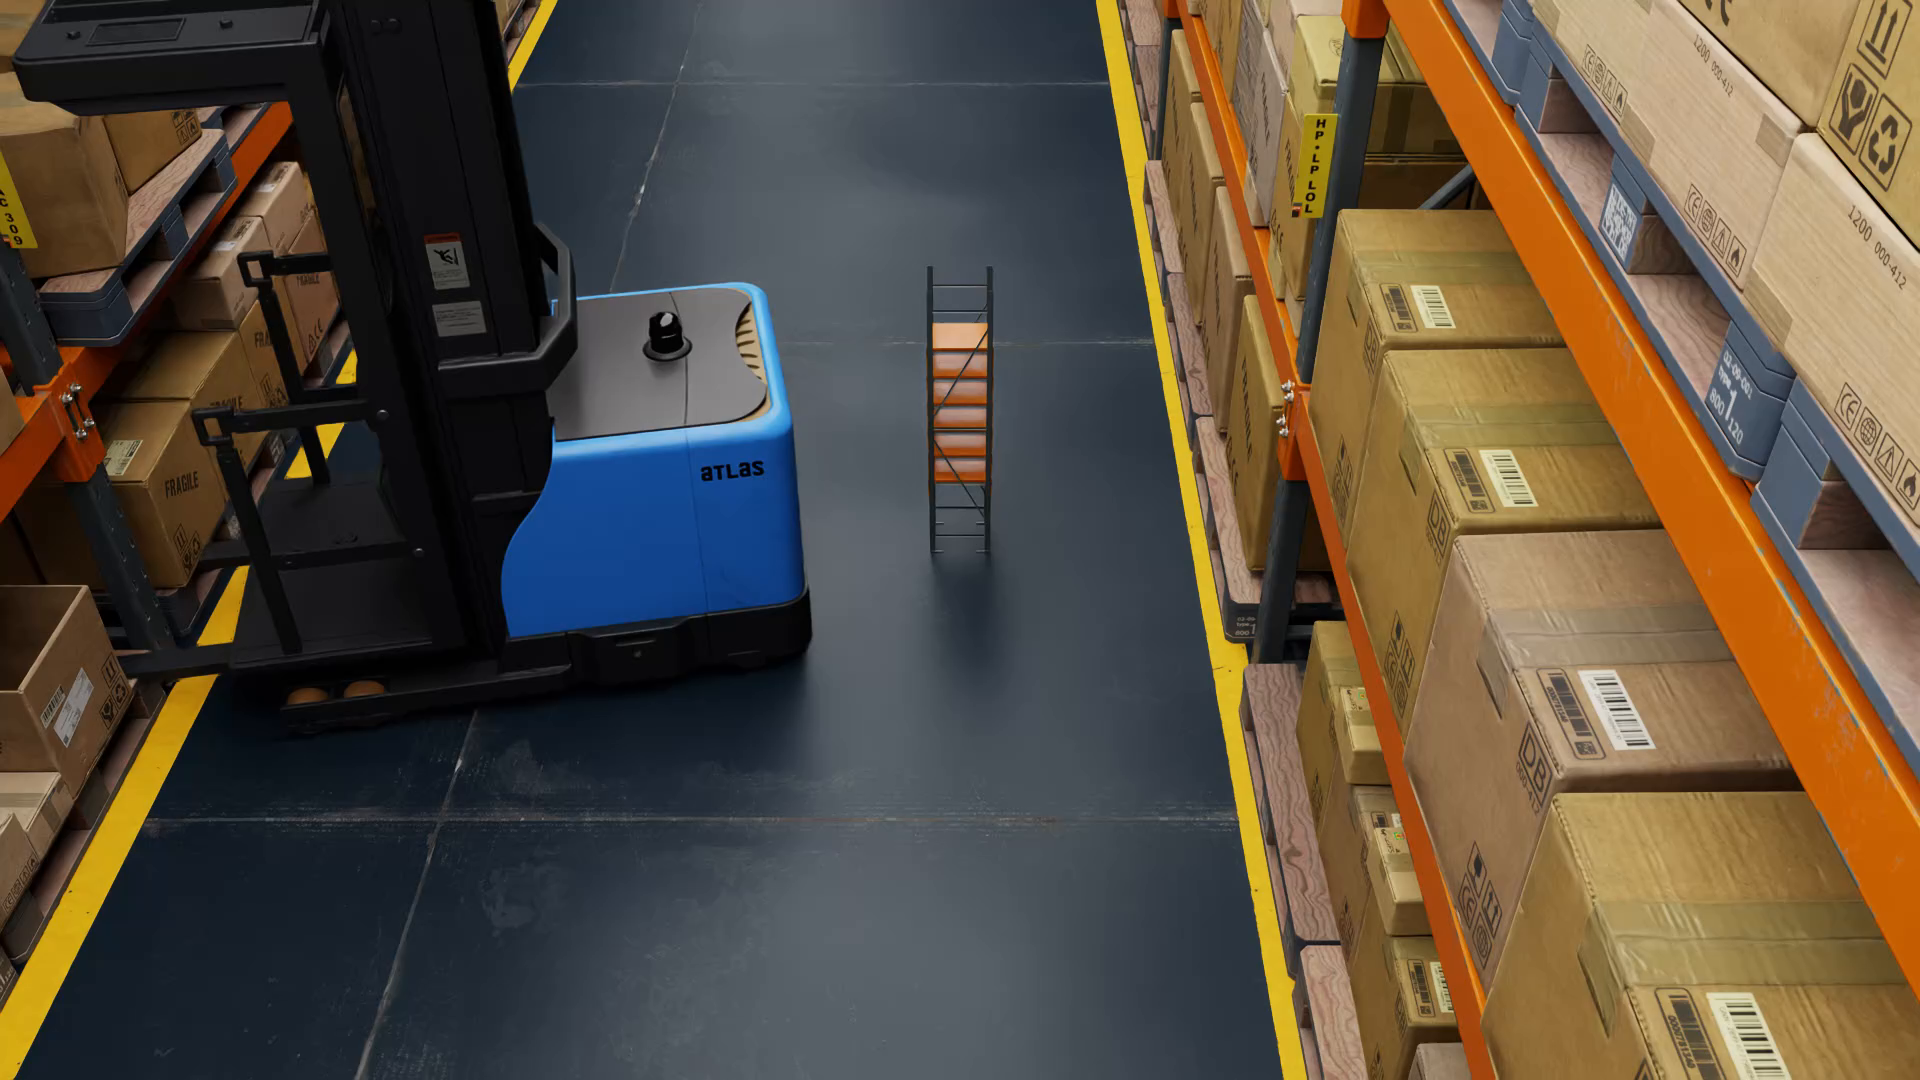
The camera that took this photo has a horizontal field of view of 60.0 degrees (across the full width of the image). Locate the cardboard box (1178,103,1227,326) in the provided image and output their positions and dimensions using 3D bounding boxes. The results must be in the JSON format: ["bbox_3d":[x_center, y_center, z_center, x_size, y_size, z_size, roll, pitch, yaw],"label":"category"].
[{"bbox_3d":[1.437,-1.491,7.595,0.750,0.750,0.750,0,39,0],"label":"cardboard box"}]

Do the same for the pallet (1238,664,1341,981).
[{"bbox_3d":[1.500,0.891,5.469,1.003,0.211,1.213,0,39,0],"label":"pallet"}]

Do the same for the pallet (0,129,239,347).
[{"bbox_3d":[-3.268,-1.092,5.867,1.003,0.211,1.213,0,39,0],"label":"pallet"}]

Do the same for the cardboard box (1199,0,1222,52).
[{"bbox_3d":[1.309,-2.395,7.006,0.500,0.500,0.500,0,39,0],"label":"cardboard box"}]

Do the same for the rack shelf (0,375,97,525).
[{"bbox_3d":[-3.374,0.865,3.848,1.077,0.370,4.000,0,39,0],"label":"rack shelf"}]

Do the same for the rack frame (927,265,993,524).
[{"bbox_3d":[0.000,-0.534,6.457,0.240,1.200,0.006,0,39,0],"label":"rack frame"}]

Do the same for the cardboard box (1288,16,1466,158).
[{"bbox_3d":[1.321,-1.420,5.190,0.500,0.250,0.500,1,39,1],"label":"cardboard box"}]

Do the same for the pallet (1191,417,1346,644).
[{"bbox_3d":[1.501,-0.067,6.665,1.003,0.211,1.213,0,39,0],"label":"pallet"}]

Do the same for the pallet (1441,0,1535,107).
[{"bbox_3d":[1.568,-1.297,3.642,1.003,0.211,1.213,0,39,0],"label":"pallet"}]

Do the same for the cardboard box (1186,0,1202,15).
[{"bbox_3d":[1.249,-2.554,7.723,0.380,0.149,0.250,1,39,1],"label":"cardboard box"}]

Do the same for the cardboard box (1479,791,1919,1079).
[{"bbox_3d":[1.560,0.938,2.941,0.980,0.700,0.700,0,39,0],"label":"cardboard box"}]

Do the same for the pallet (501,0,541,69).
[{"bbox_3d":[-3.341,-3.356,10.769,1.003,0.211,1.213,0,39,0],"label":"pallet"}]

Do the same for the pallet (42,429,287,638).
[{"bbox_3d":[-3.415,-0.087,6.690,1.003,0.211,1.213,0,39,0],"label":"pallet"}]

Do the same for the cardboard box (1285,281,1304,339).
[{"bbox_3d":[1.294,-0.794,5.526,0.380,0.149,0.250,0,39,0],"label":"cardboard box"}]

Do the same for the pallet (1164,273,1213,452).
[{"bbox_3d":[1.497,-0.832,7.619,1.003,0.211,1.213,0,39,0],"label":"pallet"}]

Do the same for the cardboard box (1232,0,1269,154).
[{"bbox_3d":[1.323,-1.757,6.210,0.500,0.500,0.500,0,39,0],"label":"cardboard box"}]

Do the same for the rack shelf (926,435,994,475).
[{"bbox_3d":[0.000,-0.349,6.489,0.258,0.103,0.180,0,39,0],"label":"rack shelf"}]

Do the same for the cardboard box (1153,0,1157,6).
[{"bbox_3d":[1.597,-3.769,10.702,0.700,0.500,0.500,0,39,0],"label":"cardboard box"}]

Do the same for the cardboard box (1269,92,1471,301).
[{"bbox_3d":[1.325,-1.124,5.420,0.500,0.500,0.500,-1,39,-1],"label":"cardboard box"}]

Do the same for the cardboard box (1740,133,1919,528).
[{"bbox_3d":[1.314,-0.269,1.993,0.500,0.250,0.500,-1,39,-2],"label":"cardboard box"}]

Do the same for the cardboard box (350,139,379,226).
[{"bbox_3d":[-3.145,-1.780,8.219,0.500,0.500,0.500,1,39,2],"label":"cardboard box"}]

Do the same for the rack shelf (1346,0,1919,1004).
[{"bbox_3d":[1.580,-0.312,2.917,1.077,0.370,4.000,0,39,0],"label":"rack shelf"}]

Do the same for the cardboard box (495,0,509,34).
[{"bbox_3d":[-3.096,-3.226,10.240,0.500,0.250,0.500,-1,39,-1],"label":"cardboard box"}]

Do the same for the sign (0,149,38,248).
[{"bbox_3d":[-2.833,-1.010,4.919,0.100,0.325,0.005,0,39,0],"label":"sign"}]

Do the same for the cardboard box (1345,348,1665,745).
[{"bbox_3d":[1.557,0.006,4.104,0.980,0.700,0.700,-1,39,-1],"label":"cardboard box"}]

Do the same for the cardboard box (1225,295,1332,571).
[{"bbox_3d":[1.447,-0.404,6.239,0.750,0.750,0.750,0,39,0],"label":"cardboard box"}]

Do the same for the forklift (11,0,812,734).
[{"bbox_3d":[-2.119,-0.818,5.427,3.031,2.935,1.130,-7,39,-9],"label":"forklift"}]

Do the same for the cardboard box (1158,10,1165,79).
[{"bbox_3d":[1.520,-2.820,9.518,0.700,0.500,0.500,0,39,1],"label":"cardboard box"}]

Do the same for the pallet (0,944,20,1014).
[{"bbox_3d":[-3.372,1.616,4.565,1.003,0.211,1.213,0,39,0],"label":"pallet"}]

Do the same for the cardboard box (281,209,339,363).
[{"bbox_3d":[-3.138,-1.128,7.406,0.500,0.500,0.500,-1,39,-2],"label":"cardboard box"}]

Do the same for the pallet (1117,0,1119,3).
[{"bbox_3d":[1.571,-4.100,11.698,1.003,0.211,1.213,0,39,0],"label":"pallet"}]

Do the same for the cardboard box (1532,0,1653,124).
[{"bbox_3d":[1.309,-0.916,2.799,0.500,0.250,0.500,-1,39,-1],"label":"cardboard box"}]

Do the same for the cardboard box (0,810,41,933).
[{"bbox_3d":[-3.091,1.036,4.857,0.500,0.311,0.500,0,39,0],"label":"cardboard box"}]

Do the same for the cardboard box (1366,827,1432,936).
[{"bbox_3d":[1.295,0.894,4.380,0.380,0.149,0.250,-1,39,-1],"label":"cardboard box"}]

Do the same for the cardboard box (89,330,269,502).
[{"bbox_3d":[-3.145,-0.499,6.621,0.500,0.500,0.500,0,39,1],"label":"cardboard box"}]

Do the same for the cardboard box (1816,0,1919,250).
[{"bbox_3d":[1.319,-0.549,1.742,0.500,0.500,0.500,1,39,1],"label":"cardboard box"}]

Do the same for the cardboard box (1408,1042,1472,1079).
[{"bbox_3d":[1.480,1.575,4.049,0.700,0.500,0.500,-1,39,-2],"label":"cardboard box"}]

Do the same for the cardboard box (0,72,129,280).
[{"bbox_3d":[-3.153,-1.166,5.391,0.700,0.500,0.500,-13,40,-15],"label":"cardboard box"}]

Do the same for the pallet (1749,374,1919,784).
[{"bbox_3d":[1.571,0.229,1.738,1.003,0.211,1.213,0,39,0],"label":"pallet"}]

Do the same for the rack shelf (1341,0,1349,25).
[{"bbox_3d":[1.575,-2.813,6.038,1.077,0.370,4.000,0,39,0],"label":"rack shelf"}]

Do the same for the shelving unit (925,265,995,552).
[{"bbox_3d":[0.000,-0.477,6.386,0.258,1.200,0.189,0,39,0],"label":"shelving unit"}]

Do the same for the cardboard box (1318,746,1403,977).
[{"bbox_3d":[1.473,0.921,4.865,0.700,0.500,0.500,0,39,-1],"label":"cardboard box"}]

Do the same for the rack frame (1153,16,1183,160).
[{"bbox_3d":[1.573,-3.174,8.312,1.000,3.000,0.127,0,39,0],"label":"rack frame"}]

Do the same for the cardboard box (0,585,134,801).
[{"bbox_3d":[-3.092,0.493,5.383,0.500,0.500,0.500,0,39,0],"label":"cardboard box"}]

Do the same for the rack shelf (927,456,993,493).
[{"bbox_3d":[0.000,-0.255,6.564,0.258,0.103,0.180,0,39,0],"label":"rack shelf"}]

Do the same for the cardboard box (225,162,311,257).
[{"bbox_3d":[-3.135,-1.397,7.142,0.500,0.250,0.500,-1,39,-1],"label":"cardboard box"}]

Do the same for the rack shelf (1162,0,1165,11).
[{"bbox_3d":[1.571,-4.144,10.098,1.077,0.370,4.000,0,39,0],"label":"rack shelf"}]

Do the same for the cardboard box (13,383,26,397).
[{"bbox_3d":[-3.655,-0.480,6.598,0.500,0.500,0.500,0,39,0],"label":"cardboard box"}]

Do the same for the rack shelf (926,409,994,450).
[{"bbox_3d":[0.000,-0.443,6.414,0.258,0.103,0.180,0,39,0],"label":"rack shelf"}]
